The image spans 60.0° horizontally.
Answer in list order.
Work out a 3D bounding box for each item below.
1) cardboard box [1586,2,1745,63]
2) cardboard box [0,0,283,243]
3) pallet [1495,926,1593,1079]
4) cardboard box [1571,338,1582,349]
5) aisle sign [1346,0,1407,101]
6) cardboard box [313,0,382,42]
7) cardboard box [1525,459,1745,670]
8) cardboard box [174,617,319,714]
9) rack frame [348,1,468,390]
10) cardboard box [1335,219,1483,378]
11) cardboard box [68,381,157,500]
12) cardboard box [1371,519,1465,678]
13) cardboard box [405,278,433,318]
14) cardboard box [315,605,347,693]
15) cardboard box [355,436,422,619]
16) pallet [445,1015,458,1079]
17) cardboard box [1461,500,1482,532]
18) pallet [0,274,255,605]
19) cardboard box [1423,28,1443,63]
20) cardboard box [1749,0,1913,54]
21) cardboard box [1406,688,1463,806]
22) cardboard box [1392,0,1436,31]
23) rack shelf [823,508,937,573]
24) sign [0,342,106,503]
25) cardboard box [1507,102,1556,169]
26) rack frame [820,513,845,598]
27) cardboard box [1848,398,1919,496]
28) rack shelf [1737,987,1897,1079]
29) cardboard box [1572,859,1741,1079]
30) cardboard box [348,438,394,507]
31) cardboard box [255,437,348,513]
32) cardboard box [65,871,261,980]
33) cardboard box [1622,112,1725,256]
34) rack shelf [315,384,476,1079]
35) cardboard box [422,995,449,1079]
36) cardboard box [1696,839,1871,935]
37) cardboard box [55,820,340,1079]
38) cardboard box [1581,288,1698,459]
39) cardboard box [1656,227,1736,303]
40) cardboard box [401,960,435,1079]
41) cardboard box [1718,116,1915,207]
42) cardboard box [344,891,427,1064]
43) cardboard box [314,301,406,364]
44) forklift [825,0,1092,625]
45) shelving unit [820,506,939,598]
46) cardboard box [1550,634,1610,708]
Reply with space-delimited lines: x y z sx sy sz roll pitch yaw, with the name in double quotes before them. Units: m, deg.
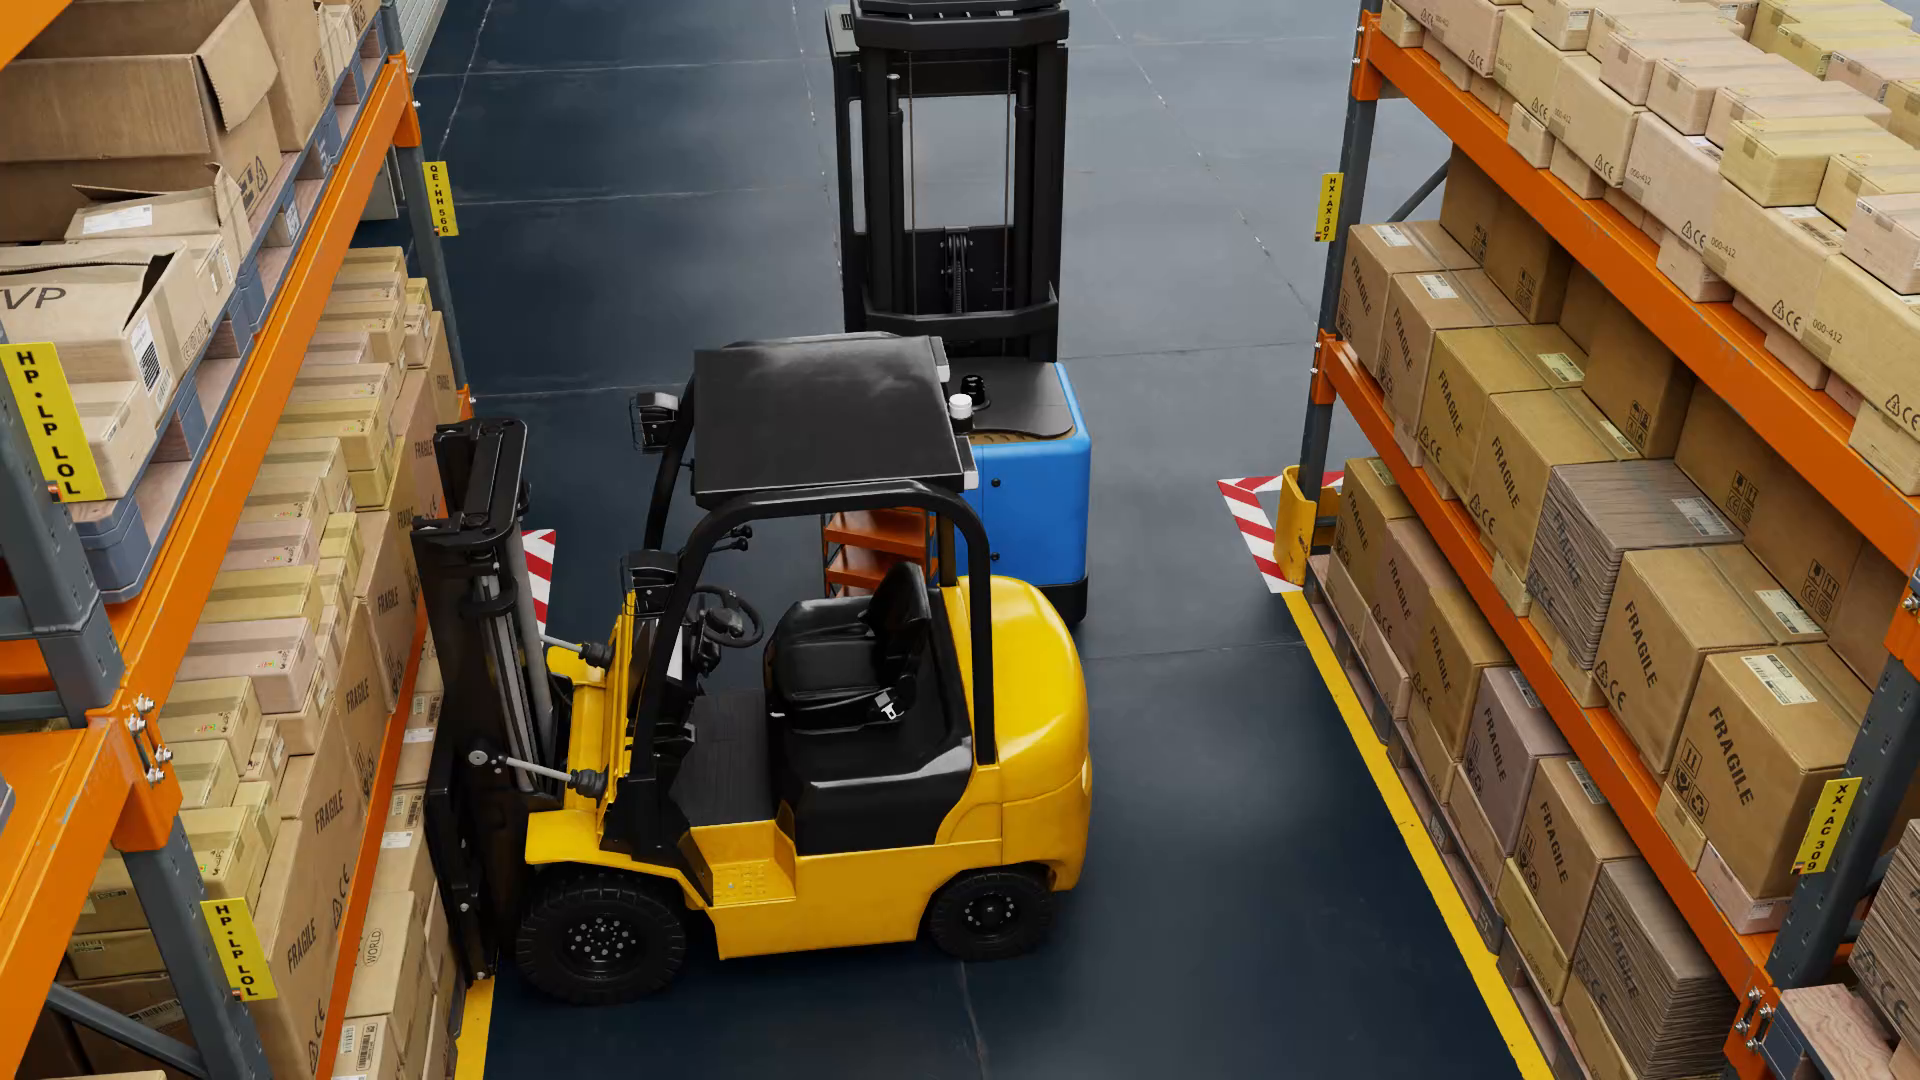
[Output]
"cardboard box" 2.230 -1.587 5.267 0.380 0.149 0.250 -4 34 -5
"cardboard box" -2.327 -1.170 4.586 0.797 0.503 0.637 -3 34 -5
"pallet" 2.623 1.825 5.885 1.003 0.211 1.213 -4 35 -6
"cardboard box" 2.683 -0.511 6.483 0.500 0.500 0.500 -5 35 -7
"aisle sign" 1.895 -2.273 7.113 0.394 0.787 0.004 -4 35 -6
"cardboard box" -2.407 -2.077 5.920 0.500 0.500 0.500 -3 34 -5
"cardboard box" 2.292 0.075 5.623 0.500 0.500 0.500 -3 34 -5
"cardboard box" -2.019 0.358 4.633 0.380 0.149 0.250 -4 34 -5
"rack frame" -2.708 -0.810 7.274 1.000 3.000 0.127 -4 35 -6
"cardboard box" 1.999 -1.066 7.298 0.500 0.500 0.500 -5 35 -7
"cardboard box" -1.929 -0.201 3.480 0.380 0.149 0.250 -4 34 -5
"cardboard box" 2.123 0.241 7.136 0.500 0.500 0.500 -6 35 -8
"cardboard box" -2.383 -0.947 6.811 0.380 0.149 0.250 -4 34 -6
"cardboard box" -2.044 0.338 4.926 0.380 0.149 0.250 -5 35 -7
"cardboard box" -2.251 -0.020 6.027 0.500 0.500 0.500 -5 35 -7
"pallet" -2.235 2.128 5.440 1.003 0.211 1.213 -4 35 -6
"cardboard box" 2.206 -0.155 6.536 0.380 0.149 0.250 -3 34 -5
"pallet" -2.310 -0.254 3.875 1.003 0.211 1.213 -4 35 -6
"cardboard box" 2.057 -1.974 6.542 0.380 0.149 0.250 -5 35 -8
"cardboard box" 2.788 -1.633 5.334 0.380 0.149 0.250 -4 34 -5
"cardboard box" 2.192 0.835 6.930 0.500 0.250 0.500 -2 34 -3
"cardboard box" 2.014 -2.187 6.501 0.500 0.250 0.500 -5 35 -7
"rack shelf" -0.341 -0.021 7.438 0.480 0.148 0.258 10 36 15
"sign" -1.633 -0.207 2.988 0.100 0.325 0.005 -4 35 -6
"cardboard box" 2.111 -1.393 5.690 0.380 0.149 0.250 -4 34 -6
"rack frame" -0.573 0.066 7.587 0.015 1.200 0.240 10 36 15
"cardboard box" 2.403 -0.244 4.004 0.380 0.149 0.250 -4 34 -6
"rack shelf" 3.017 2.458 3.119 1.077 0.370 4.000 -4 35 -6
"cardboard box" 2.403 1.388 5.453 0.500 0.500 0.500 -5 35 -7
"cardboard box" -2.187 -0.233 5.763 0.380 0.149 0.250 -4 34 -6
"cardboard box" -2.239 -0.202 5.454 0.380 0.149 0.250 -4 34 -6
"cardboard box" -1.952 0.915 4.078 0.380 0.149 0.250 -5 35 -7
"cardboard box" 2.299 -1.049 4.832 0.500 0.250 0.500 -5 35 -7
"rack shelf" -2.439 0.604 5.839 1.077 0.370 4.000 -4 35 -6
"cardboard box" -1.990 1.808 5.502 0.500 0.250 0.500 -5 35 -7
"cardboard box" 2.403 0.992 4.854 0.380 0.149 0.250 -5 35 -7
"cardboard box" -1.971 1.114 4.363 0.500 0.500 0.500 -5 35 -8
"cardboard box" 2.656 -0.648 5.796 0.700 0.500 0.500 -5 35 -7
"cardboard box" 2.279 -0.820 4.848 0.380 0.149 0.250 -3 34 -5
"cardboard box" -1.999 1.604 5.357 0.500 0.250 0.500 -5 35 -7
"cardboard box" 2.267 -1.007 4.416 0.380 0.149 0.250 -3 34 -5
"cardboard box" -1.983 1.392 5.224 0.500 0.250 0.500 -4 35 -6
"cardboard box" -2.325 -0.779 6.300 0.380 0.149 0.250 -4 34 -5
"forklift" -0.074 -1.560 8.436 1.130 2.935 3.031 -4 34 -6
"shelving unit" -0.341 0.108 7.526 0.503 1.200 0.258 10 36 15
"cardboard box" 2.263 0.425 5.685 0.380 0.149 0.250 -5 35 -7
